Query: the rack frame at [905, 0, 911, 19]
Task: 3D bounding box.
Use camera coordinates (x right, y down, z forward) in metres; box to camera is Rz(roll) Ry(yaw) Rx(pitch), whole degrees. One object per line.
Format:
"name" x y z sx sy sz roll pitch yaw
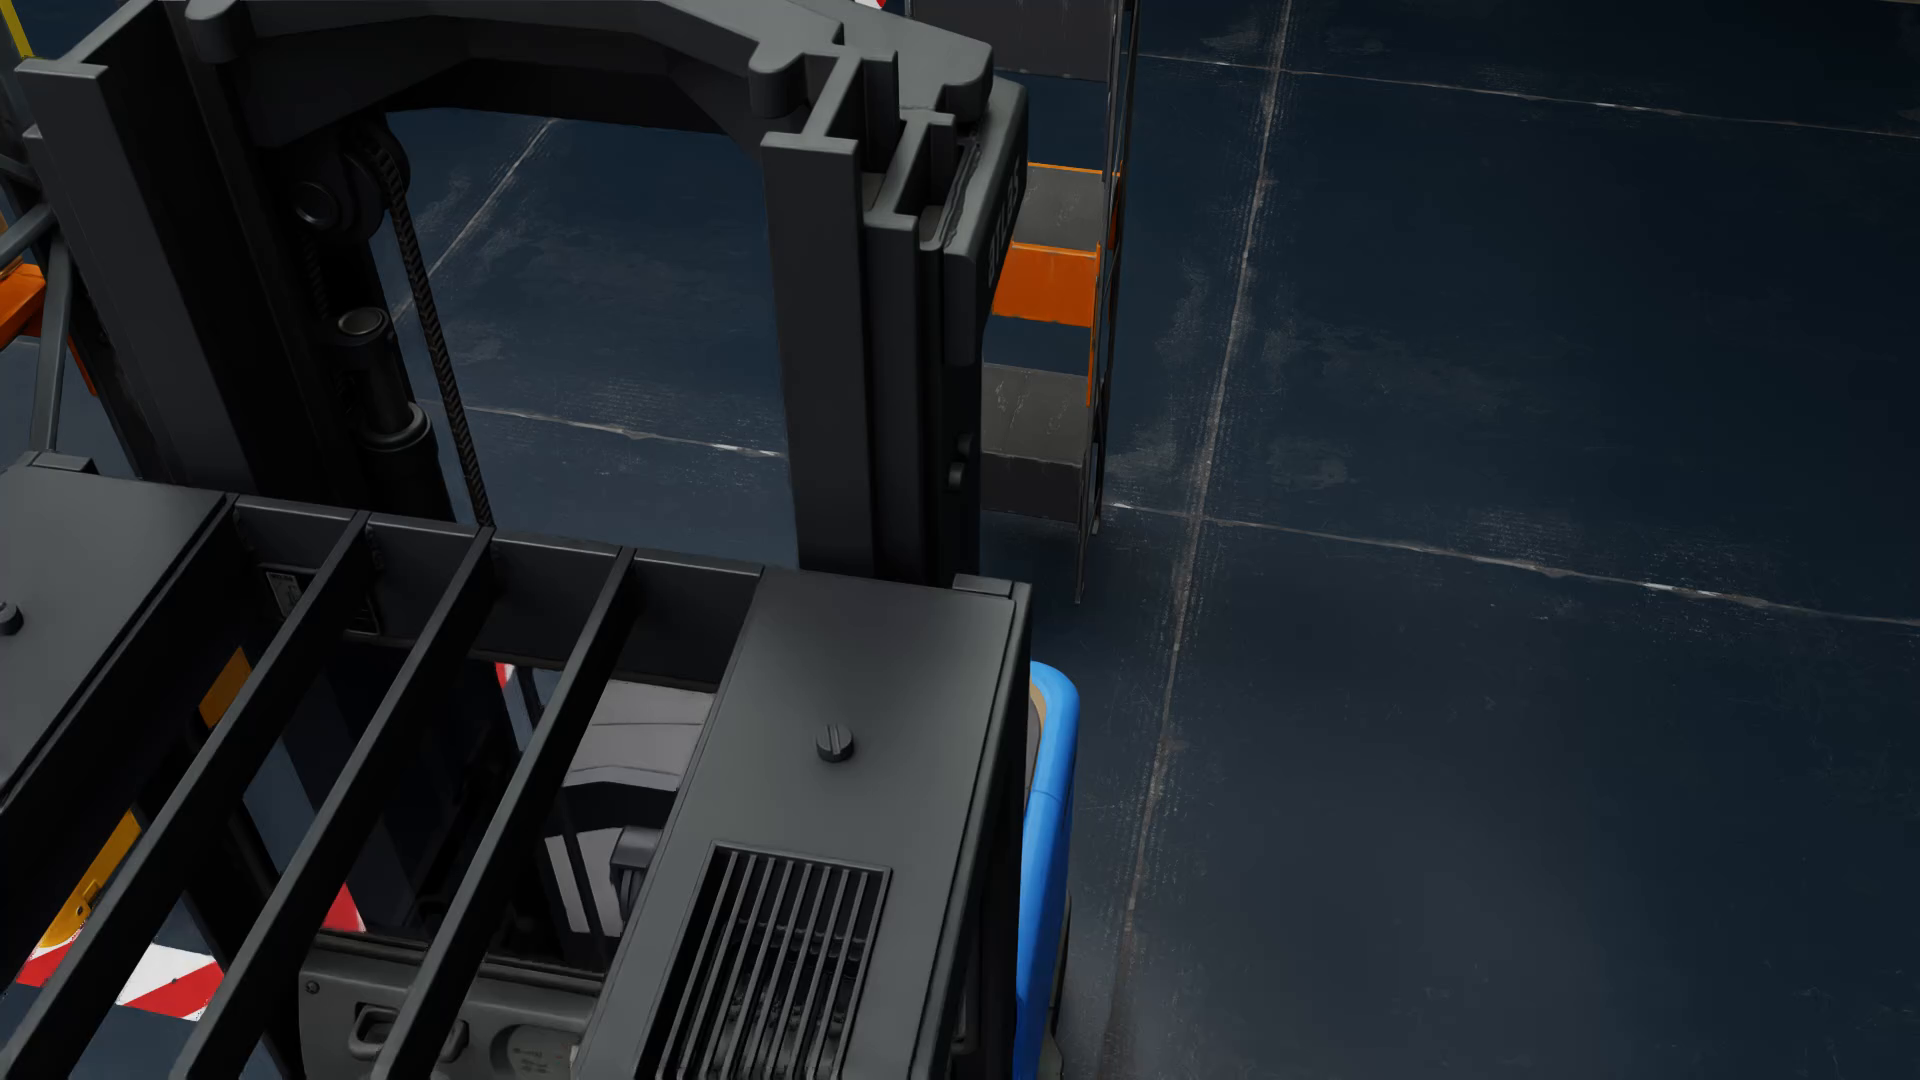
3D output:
"rack frame" -0.077 -0.768 4.534 0.015 2.100 0.400 9 45 9

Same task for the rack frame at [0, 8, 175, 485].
"rack frame" -2.221 -0.456 3.561 0.127 3.000 1.000 9 45 9

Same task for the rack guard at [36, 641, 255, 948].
"rack guard" -2.295 0.433 4.440 0.348 0.500 1.175 9 45 9

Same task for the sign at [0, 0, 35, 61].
"sign" -2.102 -1.135 3.642 0.005 0.325 0.100 9 45 9

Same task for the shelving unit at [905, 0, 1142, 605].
"shelving unit" 0.162 -0.731 4.496 0.503 2.100 0.431 9 45 9

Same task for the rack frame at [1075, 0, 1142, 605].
"rack frame" 0.400 -0.694 4.457 0.015 2.100 0.400 9 45 9

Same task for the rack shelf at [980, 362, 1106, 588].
"rack shelf" 0.162 -0.217 4.991 0.480 0.518 0.431 9 45 9

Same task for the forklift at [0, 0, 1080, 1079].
"forklift" -0.516 0.921 2.180 1.130 2.935 3.031 7 44 8

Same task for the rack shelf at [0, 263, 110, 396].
"rack shelf" -4.172 -0.500 4.125 4.000 0.370 1.077 9 45 9

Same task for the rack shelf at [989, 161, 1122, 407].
"rack shelf" 0.162 -0.722 4.505 0.480 0.518 0.431 9 45 9

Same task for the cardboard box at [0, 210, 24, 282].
"cardboard box" -2.596 -0.738 3.781 0.500 0.500 0.500 10 45 10

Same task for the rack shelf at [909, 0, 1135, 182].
"rack shelf" 0.162 -1.226 4.020 0.480 0.518 0.431 9 45 9
